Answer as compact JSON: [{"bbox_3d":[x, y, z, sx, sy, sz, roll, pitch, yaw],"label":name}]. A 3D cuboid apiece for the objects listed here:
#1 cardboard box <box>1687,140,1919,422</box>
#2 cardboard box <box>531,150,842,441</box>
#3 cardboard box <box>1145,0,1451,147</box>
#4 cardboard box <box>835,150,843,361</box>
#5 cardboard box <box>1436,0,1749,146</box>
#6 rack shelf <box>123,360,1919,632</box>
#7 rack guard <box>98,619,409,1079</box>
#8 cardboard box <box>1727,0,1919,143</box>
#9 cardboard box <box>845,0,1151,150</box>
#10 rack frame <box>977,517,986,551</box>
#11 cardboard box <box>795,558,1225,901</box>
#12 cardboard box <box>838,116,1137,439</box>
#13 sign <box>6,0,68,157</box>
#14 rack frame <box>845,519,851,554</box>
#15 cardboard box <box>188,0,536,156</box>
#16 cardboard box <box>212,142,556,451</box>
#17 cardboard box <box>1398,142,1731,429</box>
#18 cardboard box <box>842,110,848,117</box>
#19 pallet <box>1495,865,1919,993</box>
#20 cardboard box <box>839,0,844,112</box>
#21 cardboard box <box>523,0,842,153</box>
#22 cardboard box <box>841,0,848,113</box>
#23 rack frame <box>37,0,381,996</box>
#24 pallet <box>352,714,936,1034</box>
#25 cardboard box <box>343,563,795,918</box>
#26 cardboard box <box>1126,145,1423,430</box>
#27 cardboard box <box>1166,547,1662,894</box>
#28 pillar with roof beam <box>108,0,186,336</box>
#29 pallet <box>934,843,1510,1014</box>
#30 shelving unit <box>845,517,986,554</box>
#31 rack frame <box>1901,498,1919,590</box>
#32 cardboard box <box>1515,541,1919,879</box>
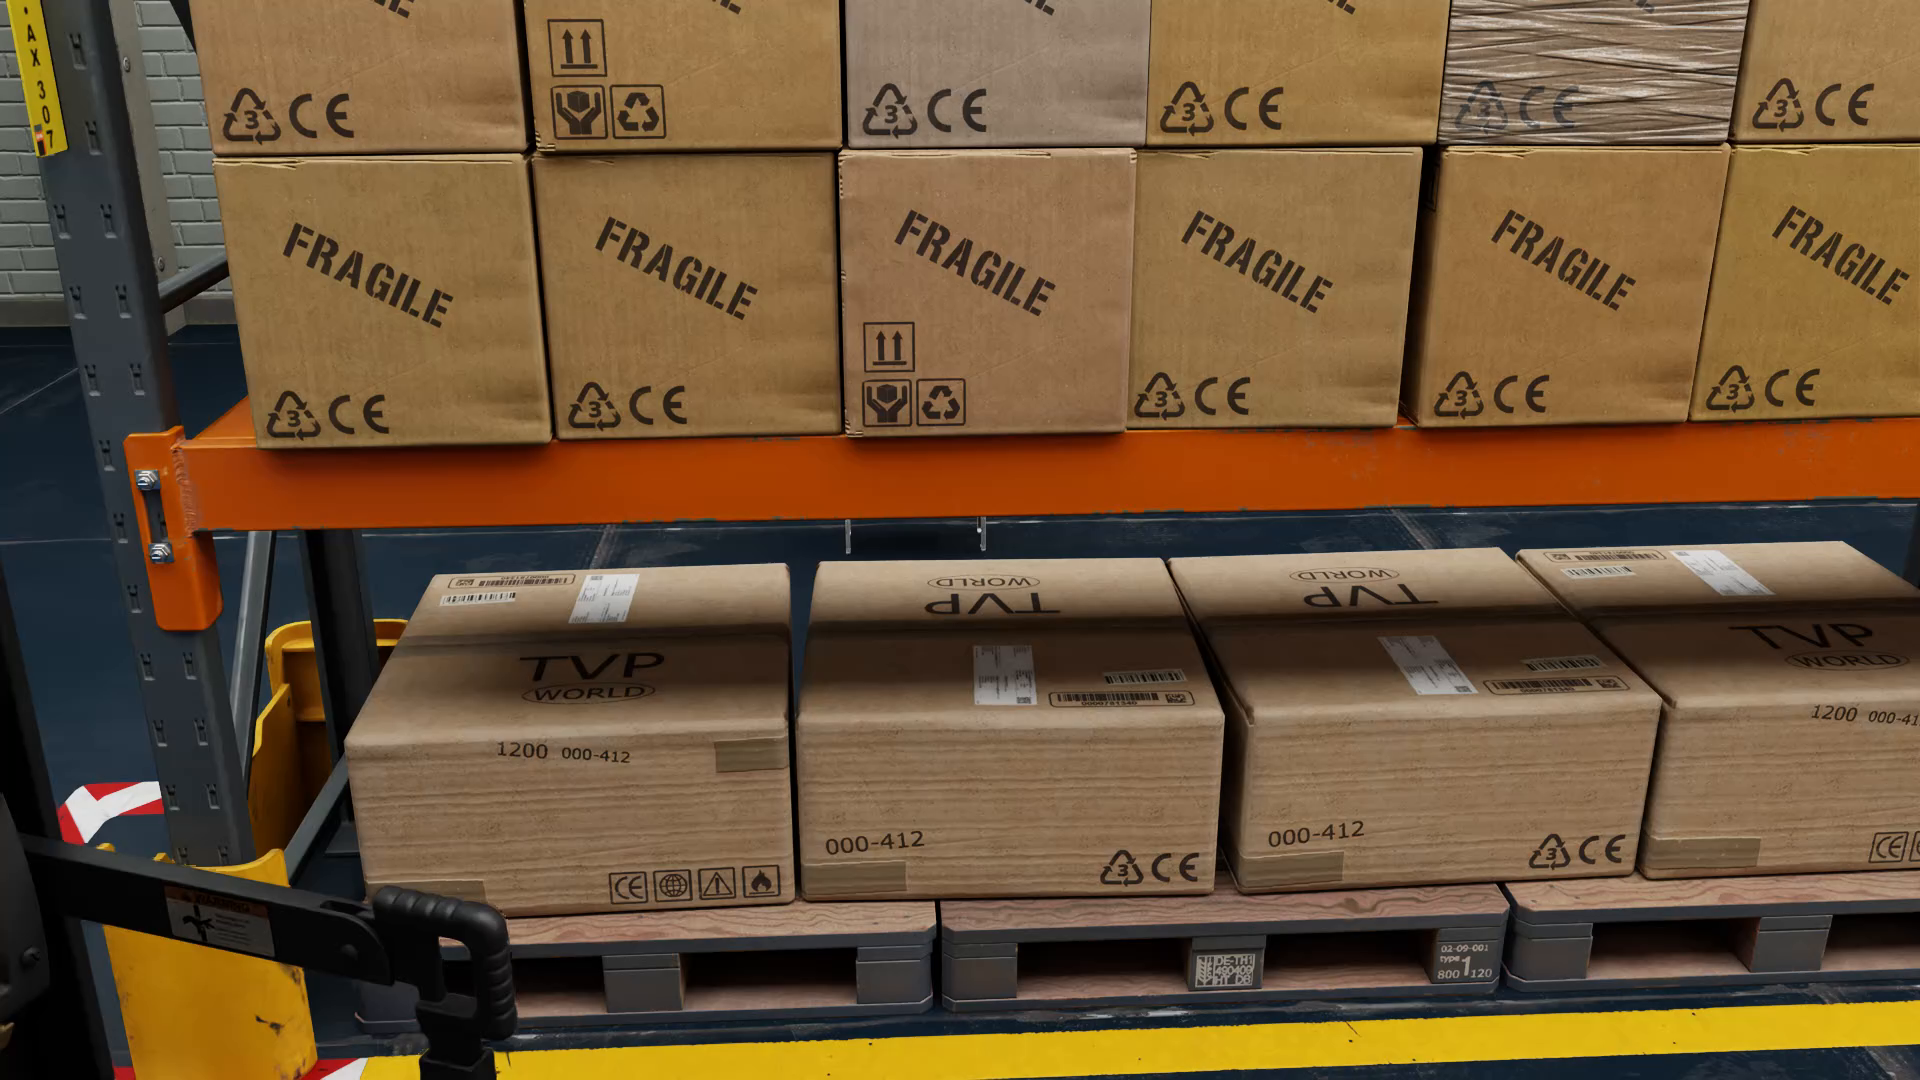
[{"bbox_3d":[1.556,-0.541,3.186,0.500,0.500,0.500,-2,21,-4],"label":"cardboard box"},{"bbox_3d":[-0.477,-0.500,3.079,0.500,0.500,0.500,-1,21,-4],"label":"cardboard box"},{"bbox_3d":[0.546,-0.985,2.946,0.500,0.500,0.500,-1,21,-3],"label":"cardboard box"},{"bbox_3d":[-0.508,-0.681,3.554,0.500,0.500,0.500,-2,21,-4],"label":"cardboard box"},{"bbox_3d":[1.048,-0.992,2.965,0.500,0.500,0.500,-1,21,-2],"label":"cardboard box"},{"bbox_3d":[0.521,-0.230,3.521,4.000,0.370,1.077,-1,21,-3],"label":"rack shelf"},{"bbox_3d":[-1.500,0.643,3.729,0.348,0.500,1.175,-1,21,-3],"label":"rack guard"},{"bbox_3d":[1.555,-1.006,3.001,0.500,0.500,0.500,-1,21,-4],"label":"cardboard box"},{"bbox_3d":[0.048,-0.974,2.919,0.500,0.500,0.500,-1,21,-3],"label":"cardboard box"},{"bbox_3d":[0.078,-0.562,5.912,0.015,1.200,0.240,-1,21,-3],"label":"rack frame"},{"bbox_3d":[0.090,0.405,3.852,0.875,0.438,0.875,-1,21,-2],"label":"cardboard box"},{"bbox_3d":[0.032,-0.504,3.089,0.500,0.500,0.500,-1,21,-3],"label":"cardboard box"},{"bbox_3d":[-1.450,-0.770,2.600,0.005,0.325,0.100,-1,21,-3],"label":"sign"},{"bbox_3d":[-0.409,-0.552,5.886,0.015,1.200,0.240,-1,21,-3],"label":"rack frame"},{"bbox_3d":[-0.980,-0.948,2.850,0.500,0.500,0.500,-2,21,-4],"label":"cardboard box"},{"bbox_3d":[-0.980,-0.480,3.026,0.500,0.500,0.500,-1,21,-3],"label":"cardboard box"},{"bbox_3d":[1.055,-0.526,3.145,0.500,0.500,0.500,-1,21,-4],"label":"cardboard box"},{"bbox_3d":[0.005,-0.695,3.590,0.500,0.500,0.500,-1,21,-1],"label":"cardboard box"},{"bbox_3d":[1.754,0.684,4.028,1.213,0.211,1.003,-1,21,-3],"label":"pallet"},{"bbox_3d":[-0.488,-1.155,3.393,0.500,0.500,0.500,-1,21,-3],"label":"cardboard box"},{"bbox_3d":[-0.465,-0.961,2.884,0.500,0.500,0.500,-2,21,-5],"label":"cardboard box"},{"bbox_3d":[0.006,-1.164,3.417,0.500,0.500,0.500,-1,21,-3],"label":"cardboard box"},{"bbox_3d":[-1.476,-0.526,3.286,0.127,3.000,1.000,-1,21,-3],"label":"rack frame"},{"bbox_3d":[-0.682,0.734,3.898,1.213,0.211,1.003,-1,21,-3],"label":"pallet"},{"bbox_3d":[-0.823,0.427,3.796,0.875,0.438,0.875,-2,21,-5],"label":"cardboard box"},{"bbox_3d":[0.531,-0.520,3.131,0.500,0.500,0.500,0,21,-1],"label":"cardboard box"},{"bbox_3d":[0.991,0.387,3.899,0.875,0.438,0.875,-2,21,-5],"label":"cardboard box"},{"bbox_3d":[-4.261,-3.829,3.530,0.400,9.000,9.100,-1,21,-3],"label":"pillar with roof beam"},{"bbox_3d":[0.533,0.710,3.960,1.213,0.211,1.003,-1,21,-3],"label":"pallet"},{"bbox_3d":[-0.165,-0.557,5.899,0.503,1.200,0.258,-1,21,-3],"label":"shelving unit"},{"bbox_3d":[2.518,-0.607,3.499,0.127,3.000,1.000,-1,21,-3],"label":"rack frame"},{"bbox_3d":[1.885,0.369,3.947,0.875,0.438,0.875,-1,21,-4],"label":"cardboard box"}]
